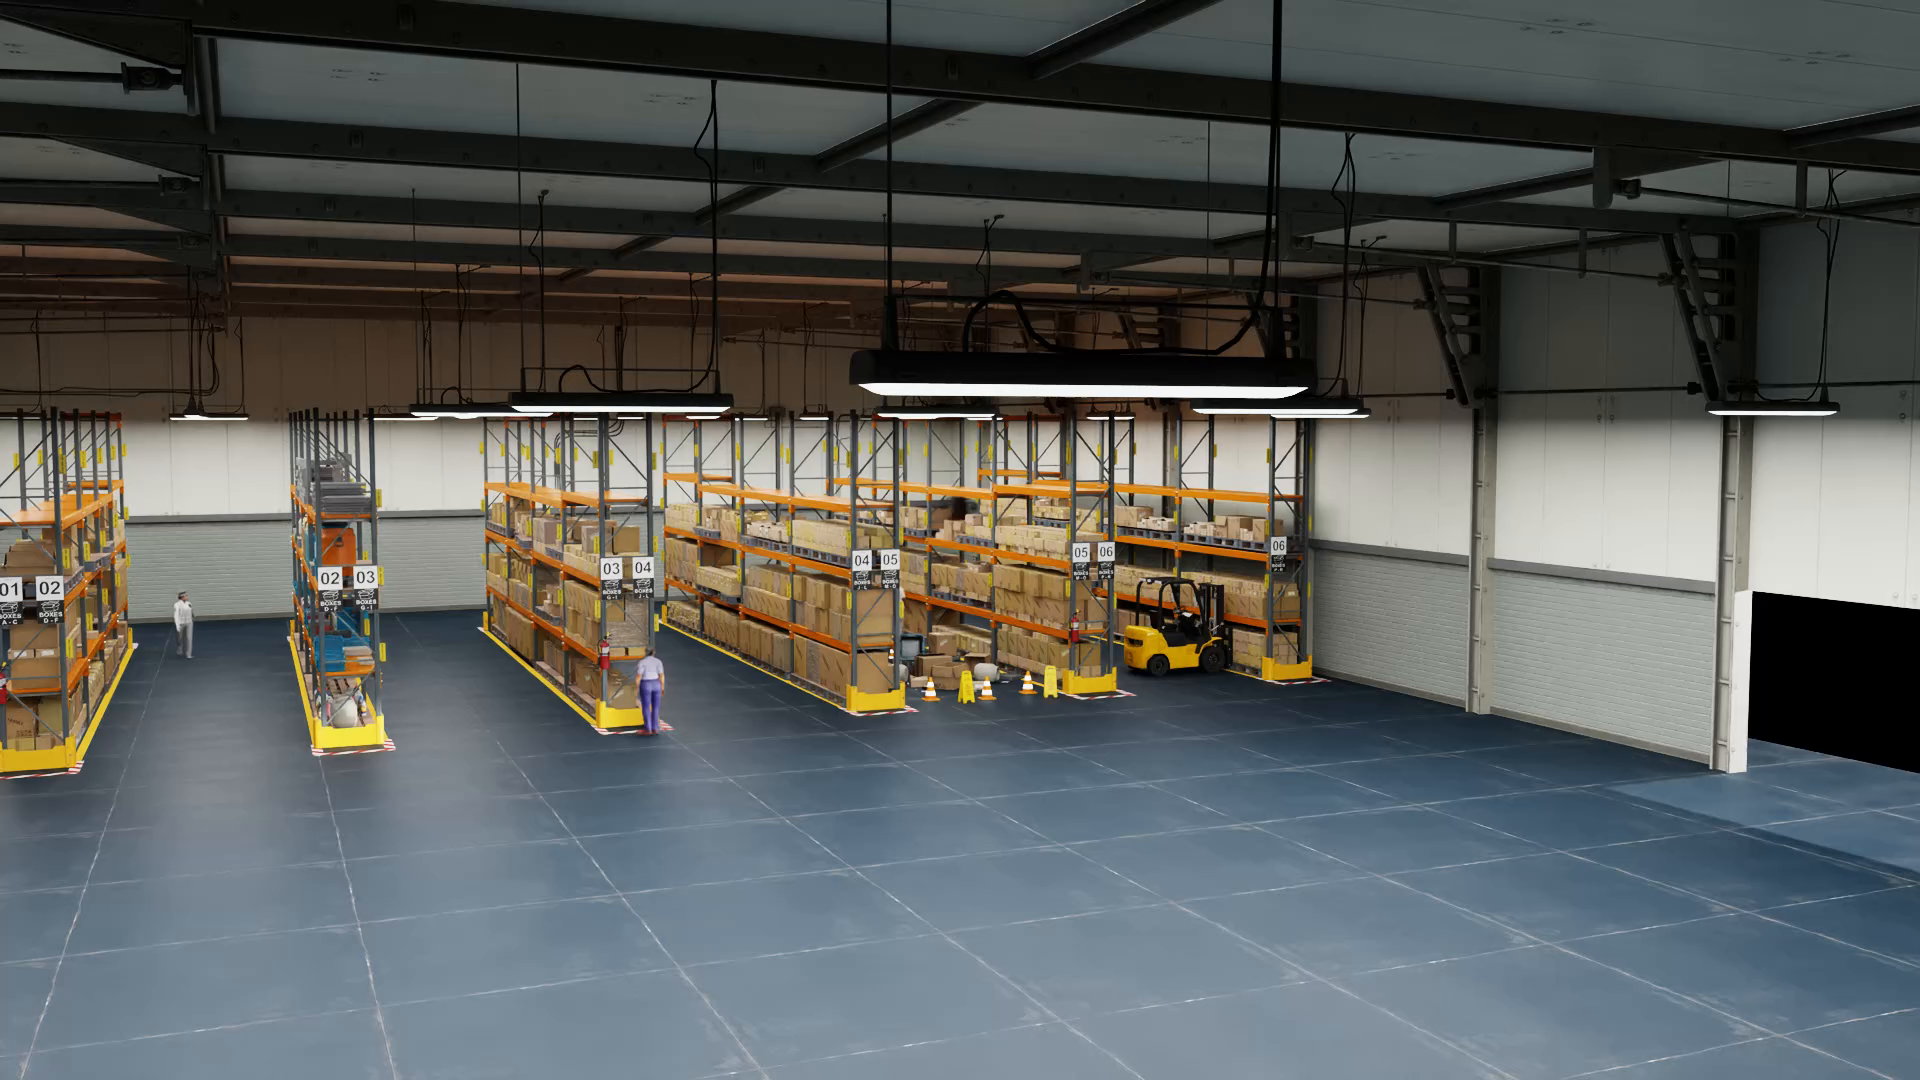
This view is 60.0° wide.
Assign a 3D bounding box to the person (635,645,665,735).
[{"bbox_3d":[-5.706,2.760,30.618,0.528,1.668,0.372,-1,4,-19],"label":"person"}]

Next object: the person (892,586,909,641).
[{"bbox_3d":[-1.556,1.690,40.879,0.632,1.751,0.519,1,4,13],"label":"person"}]

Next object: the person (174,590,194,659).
[{"bbox_3d":[-18.928,2.044,40.578,0.443,1.651,0.707,-2,4,-26],"label":"person"}]
